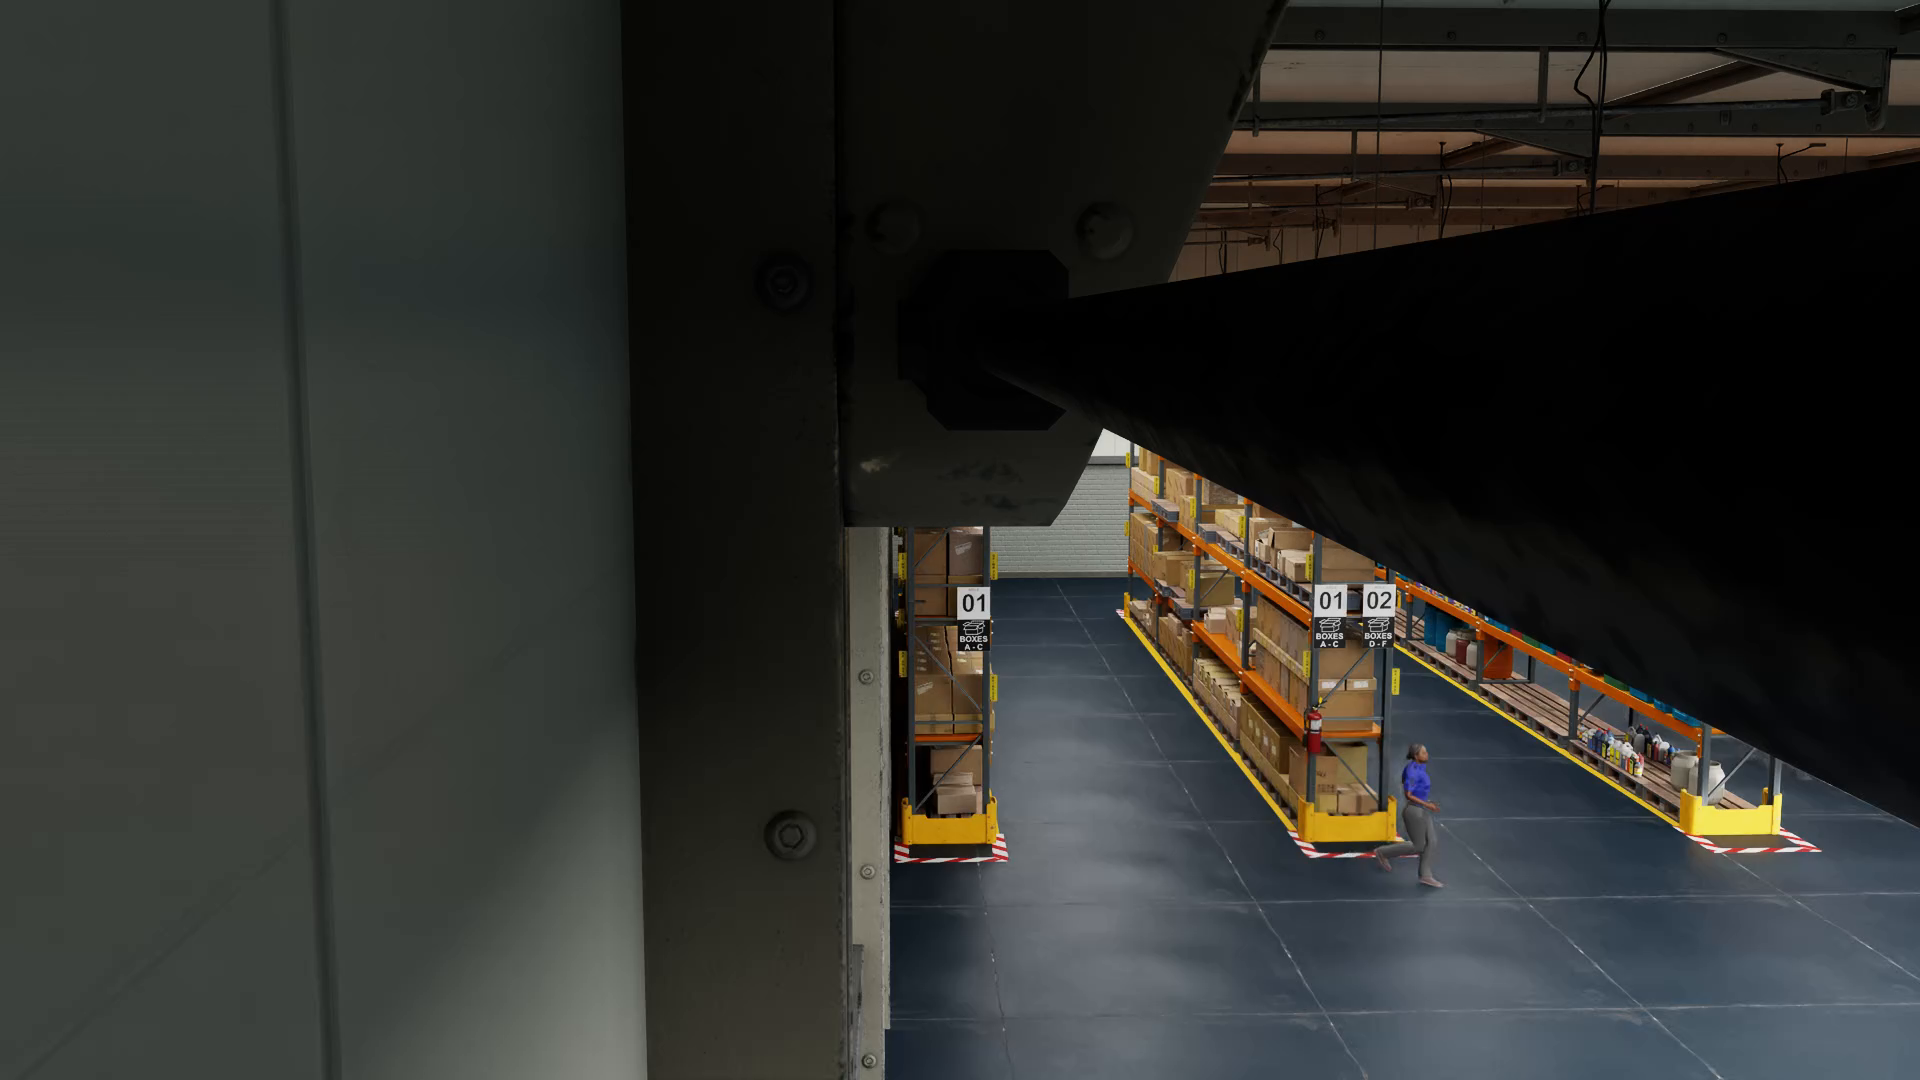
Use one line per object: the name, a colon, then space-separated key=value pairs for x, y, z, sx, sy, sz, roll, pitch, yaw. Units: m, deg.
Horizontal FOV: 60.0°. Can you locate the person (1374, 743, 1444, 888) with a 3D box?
person: x=5.151 y=3.121 z=18.970 sx=0.778 sy=1.651 sz=0.582 roll=3 pitch=8 yaw=21
